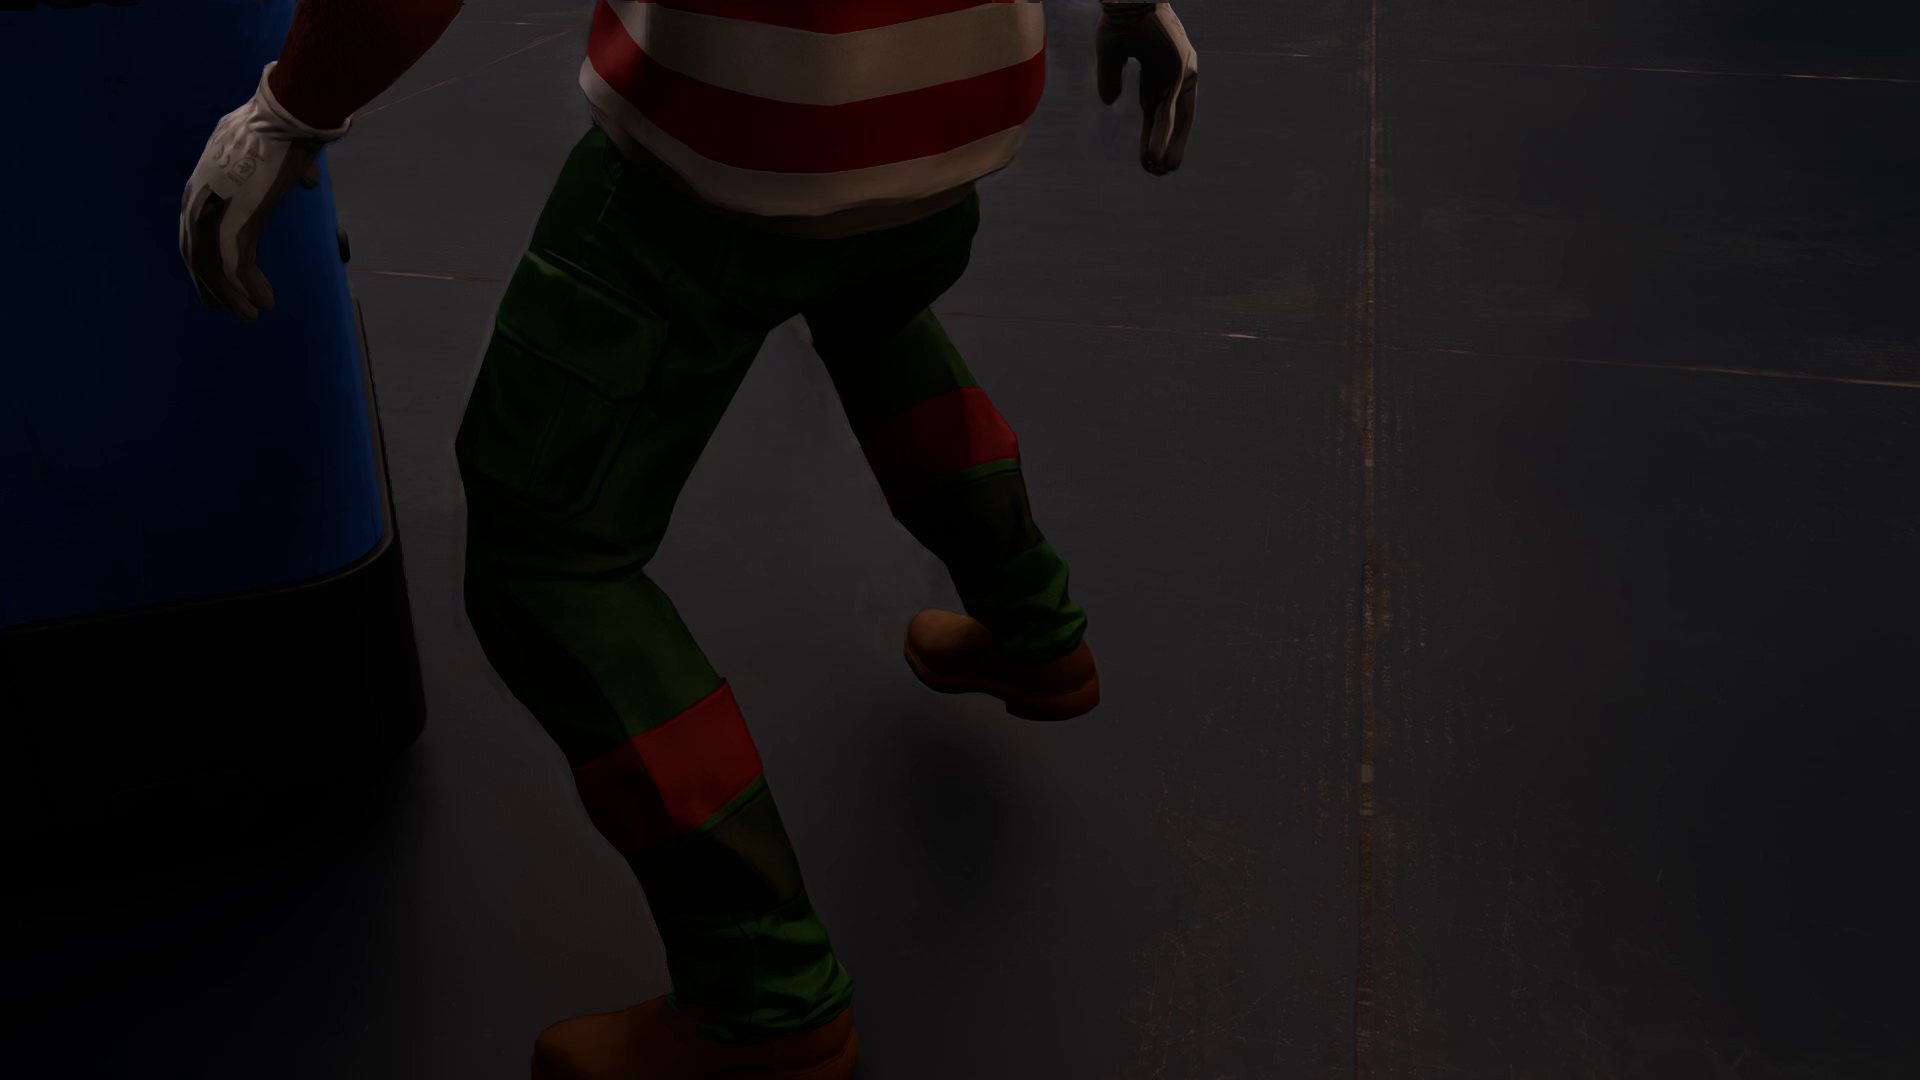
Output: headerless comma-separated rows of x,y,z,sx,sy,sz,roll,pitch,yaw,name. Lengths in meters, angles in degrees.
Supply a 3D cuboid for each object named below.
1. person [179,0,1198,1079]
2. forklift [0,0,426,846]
-0.157,-0.394,1.451,0.968,1.669,0.600,-22,34,-36,person
-2.188,-0.979,1.186,3.031,2.935,1.130,-10,28,-18,forklift
